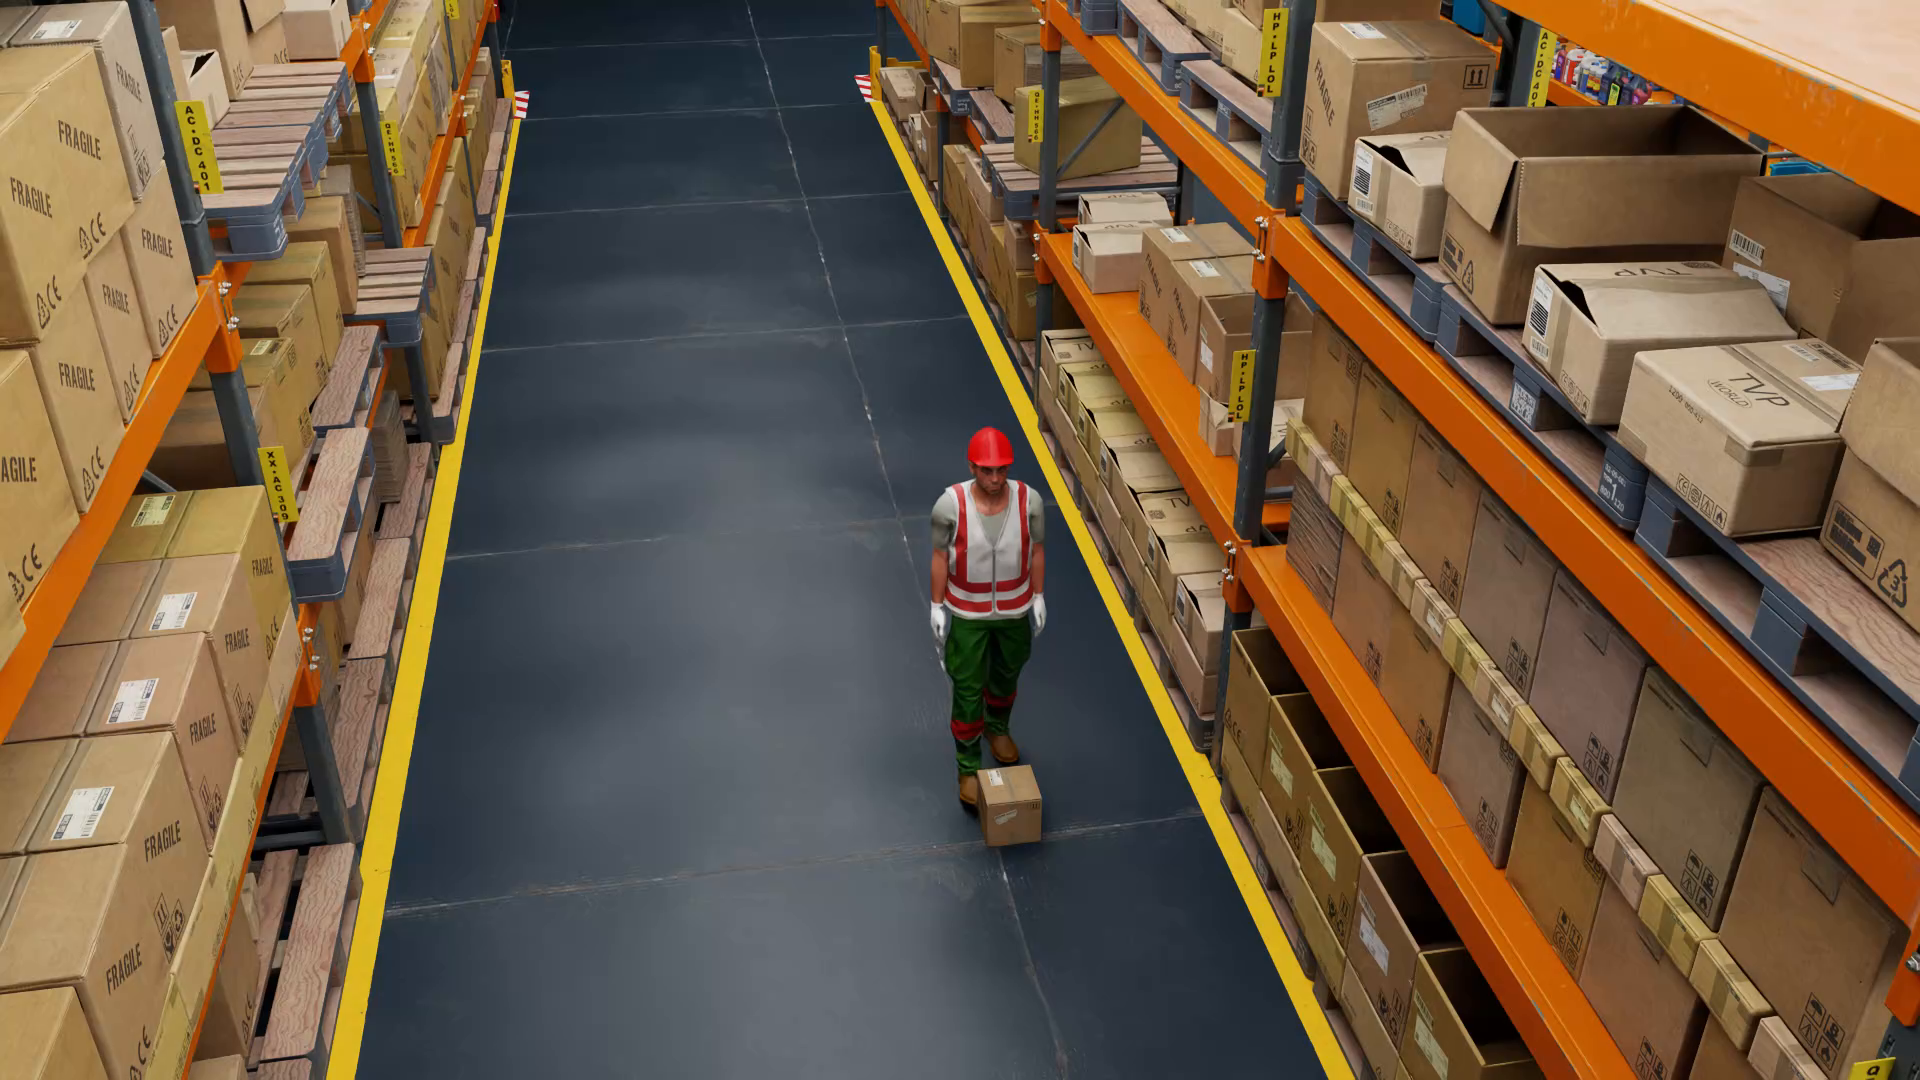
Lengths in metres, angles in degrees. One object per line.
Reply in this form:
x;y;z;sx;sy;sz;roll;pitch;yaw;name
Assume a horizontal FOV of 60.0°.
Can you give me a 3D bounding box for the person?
0.143;0.336;7.543;0.539;1.794;0.605;-5;31;-8;person
